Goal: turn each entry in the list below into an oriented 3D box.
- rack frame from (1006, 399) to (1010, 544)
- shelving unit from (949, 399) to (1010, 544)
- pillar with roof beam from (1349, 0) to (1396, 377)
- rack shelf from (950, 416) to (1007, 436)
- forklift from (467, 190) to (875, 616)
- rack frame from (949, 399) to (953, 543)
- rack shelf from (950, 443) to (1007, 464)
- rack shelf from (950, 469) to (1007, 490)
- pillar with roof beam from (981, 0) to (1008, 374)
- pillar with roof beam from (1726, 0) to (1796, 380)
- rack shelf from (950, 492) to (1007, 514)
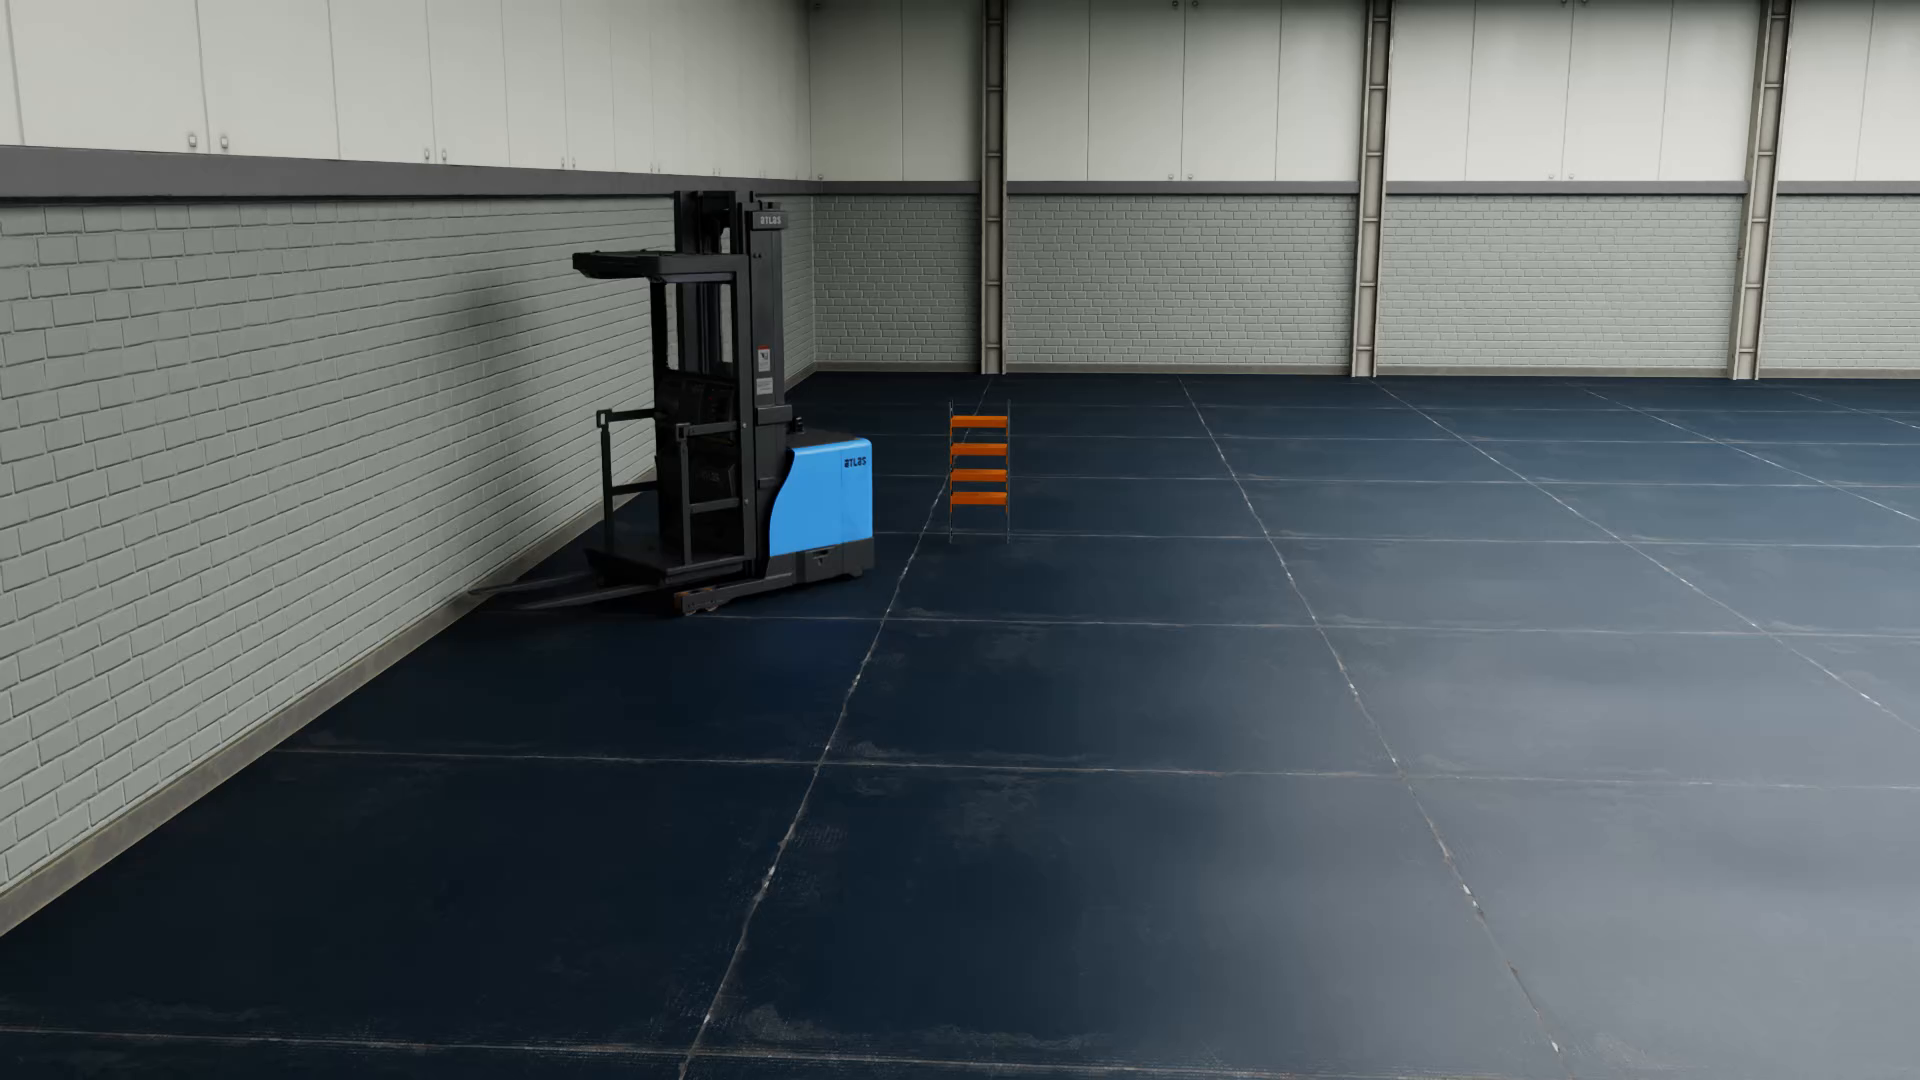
[{"bbox_3d":[0.409,-0.582,14.118,0.015,1.200,0.240,1,12,4],"label":"rack frame"},{"bbox_3d":[0.165,-0.585,14.134,0.503,1.200,0.258,1,12,4],"label":"shelving unit"},{"bbox_3d":[6.252,-6.196,21.908,0.400,9.000,9.100,1,12,4],"label":"pillar with roof beam"},{"bbox_3d":[0.165,-0.970,14.054,0.480,0.148,0.258,1,12,4],"label":"rack shelf"},{"bbox_3d":[-2.073,-1.020,11.987,3.031,2.935,1.130,-11,16,-43],"label":"forklift"},{"bbox_3d":[-0.078,-0.588,14.150,0.015,1.200,0.240,1,12,4],"label":"rack frame"},{"bbox_3d":[0.165,-0.738,14.102,0.480,0.148,0.258,1,12,4],"label":"rack shelf"},{"bbox_3d":[0.165,-0.519,14.148,0.480,0.148,0.258,1,12,4],"label":"rack shelf"},{"bbox_3d":[0.266,-6.278,22.301,0.400,9.000,9.100,1,12,4],"label":"pillar with roof beam"},{"bbox_3d":[12.239,-6.113,21.516,0.400,9.000,9.100,1,12,4],"label":"pillar with roof beam"},{"bbox_3d":[0.165,-0.325,14.189,0.480,0.148,0.258,1,12,4],"label":"rack shelf"}]
